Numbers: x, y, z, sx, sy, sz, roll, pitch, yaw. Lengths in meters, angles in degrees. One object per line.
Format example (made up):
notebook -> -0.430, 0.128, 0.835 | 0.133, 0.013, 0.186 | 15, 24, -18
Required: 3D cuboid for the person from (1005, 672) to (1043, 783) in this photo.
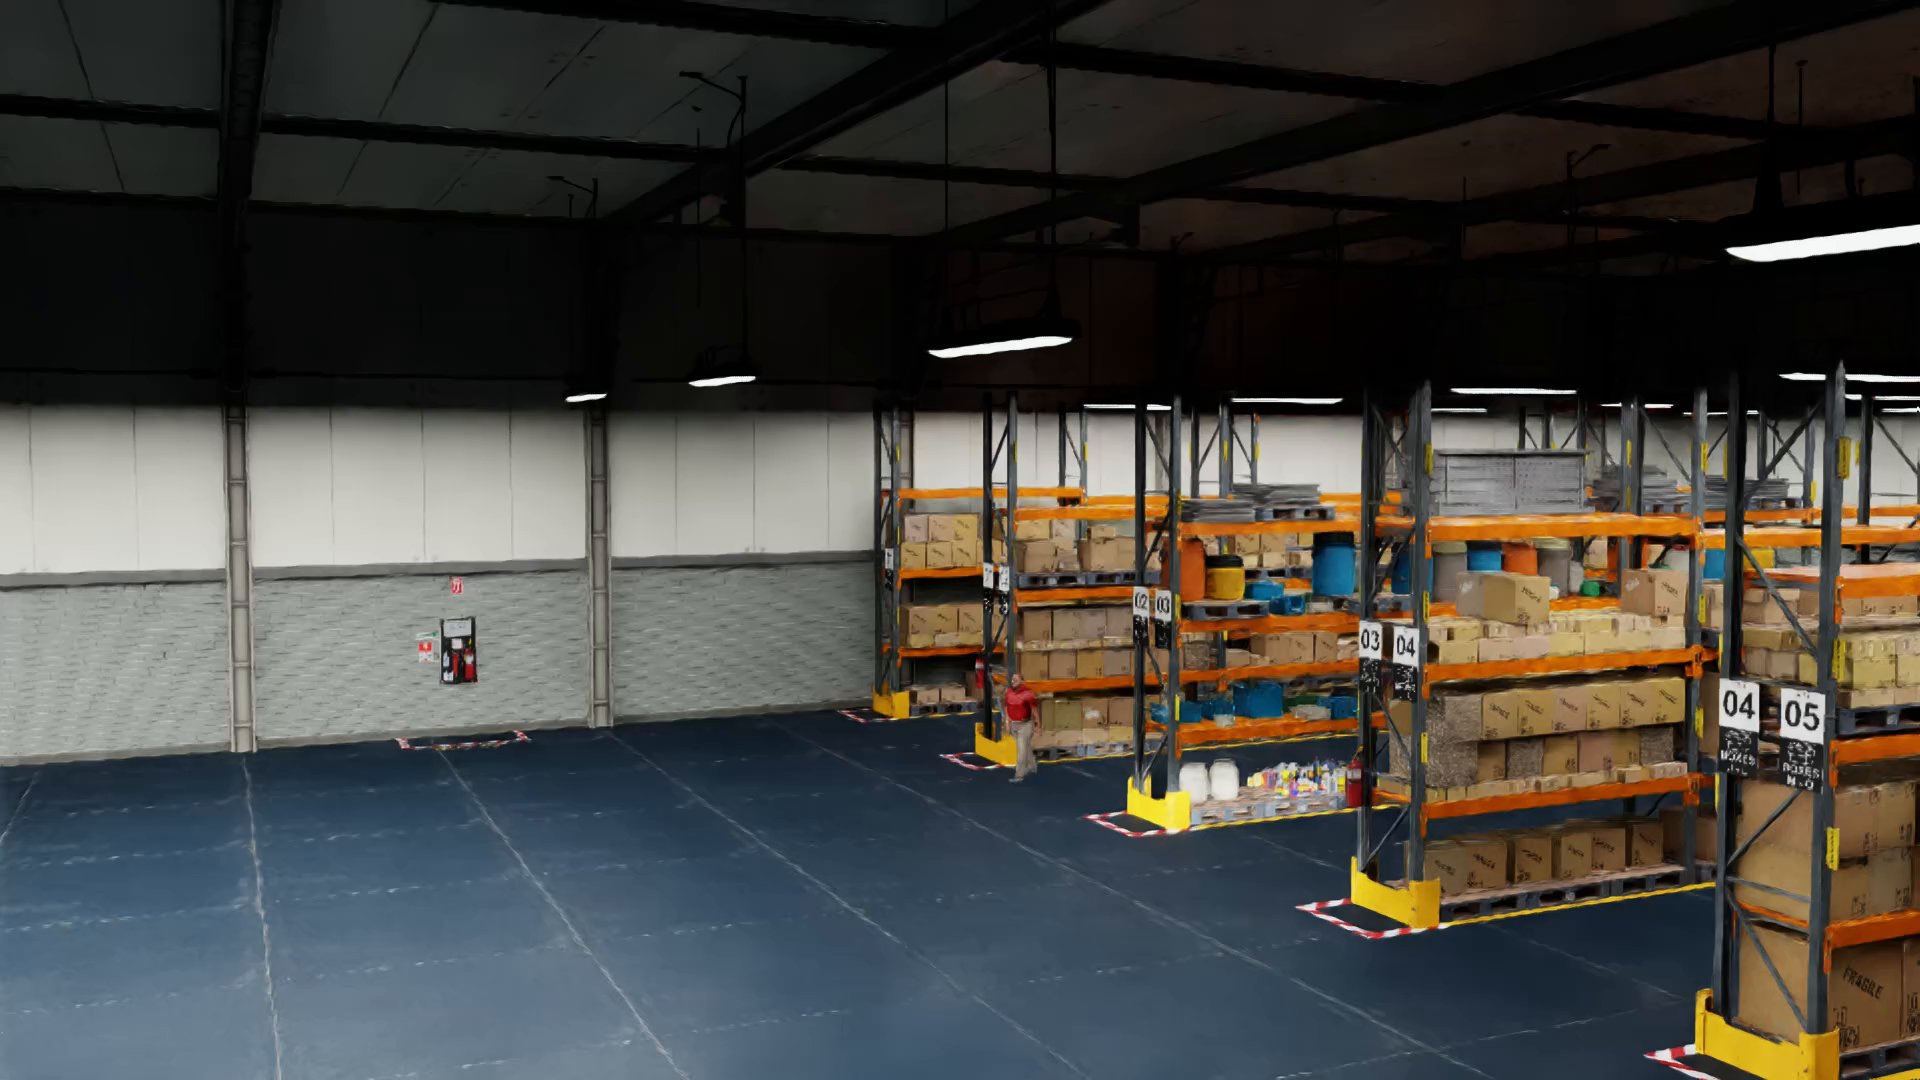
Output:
person -> 0.928, 2.845, 25.495 | 0.586, 1.679, 0.970 | 3, 5, 43
